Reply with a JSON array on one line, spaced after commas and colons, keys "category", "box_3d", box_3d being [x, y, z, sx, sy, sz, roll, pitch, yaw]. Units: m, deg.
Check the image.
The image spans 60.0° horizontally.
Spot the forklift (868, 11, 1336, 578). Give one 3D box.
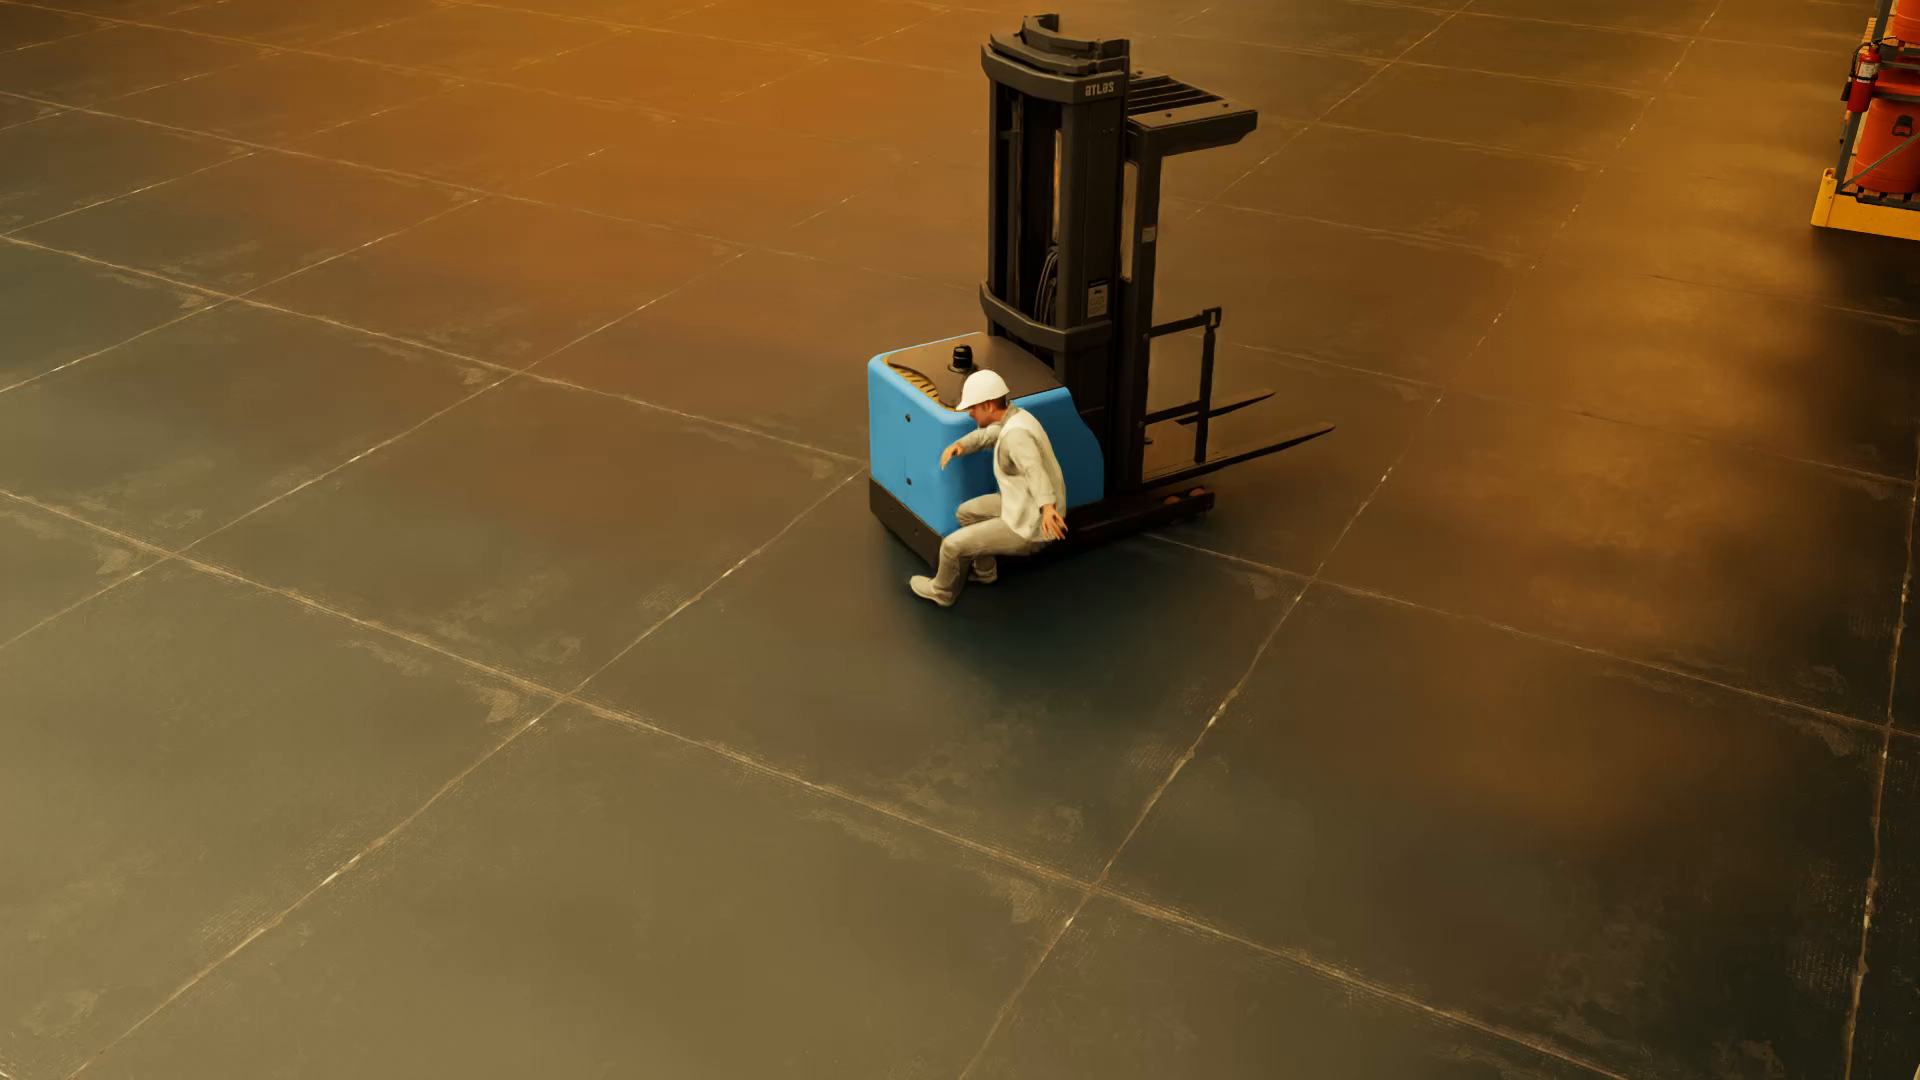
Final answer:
[{"category": "forklift", "box_3d": [0.979, -1.580, 9.808, 3.031, 2.935, 1.130, -16, 34, -26]}]

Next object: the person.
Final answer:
[{"category": "person", "box_3d": [0.140, -0.137, 8.839, 0.932, 1.477, 1.178, 4, 30, 6]}]
